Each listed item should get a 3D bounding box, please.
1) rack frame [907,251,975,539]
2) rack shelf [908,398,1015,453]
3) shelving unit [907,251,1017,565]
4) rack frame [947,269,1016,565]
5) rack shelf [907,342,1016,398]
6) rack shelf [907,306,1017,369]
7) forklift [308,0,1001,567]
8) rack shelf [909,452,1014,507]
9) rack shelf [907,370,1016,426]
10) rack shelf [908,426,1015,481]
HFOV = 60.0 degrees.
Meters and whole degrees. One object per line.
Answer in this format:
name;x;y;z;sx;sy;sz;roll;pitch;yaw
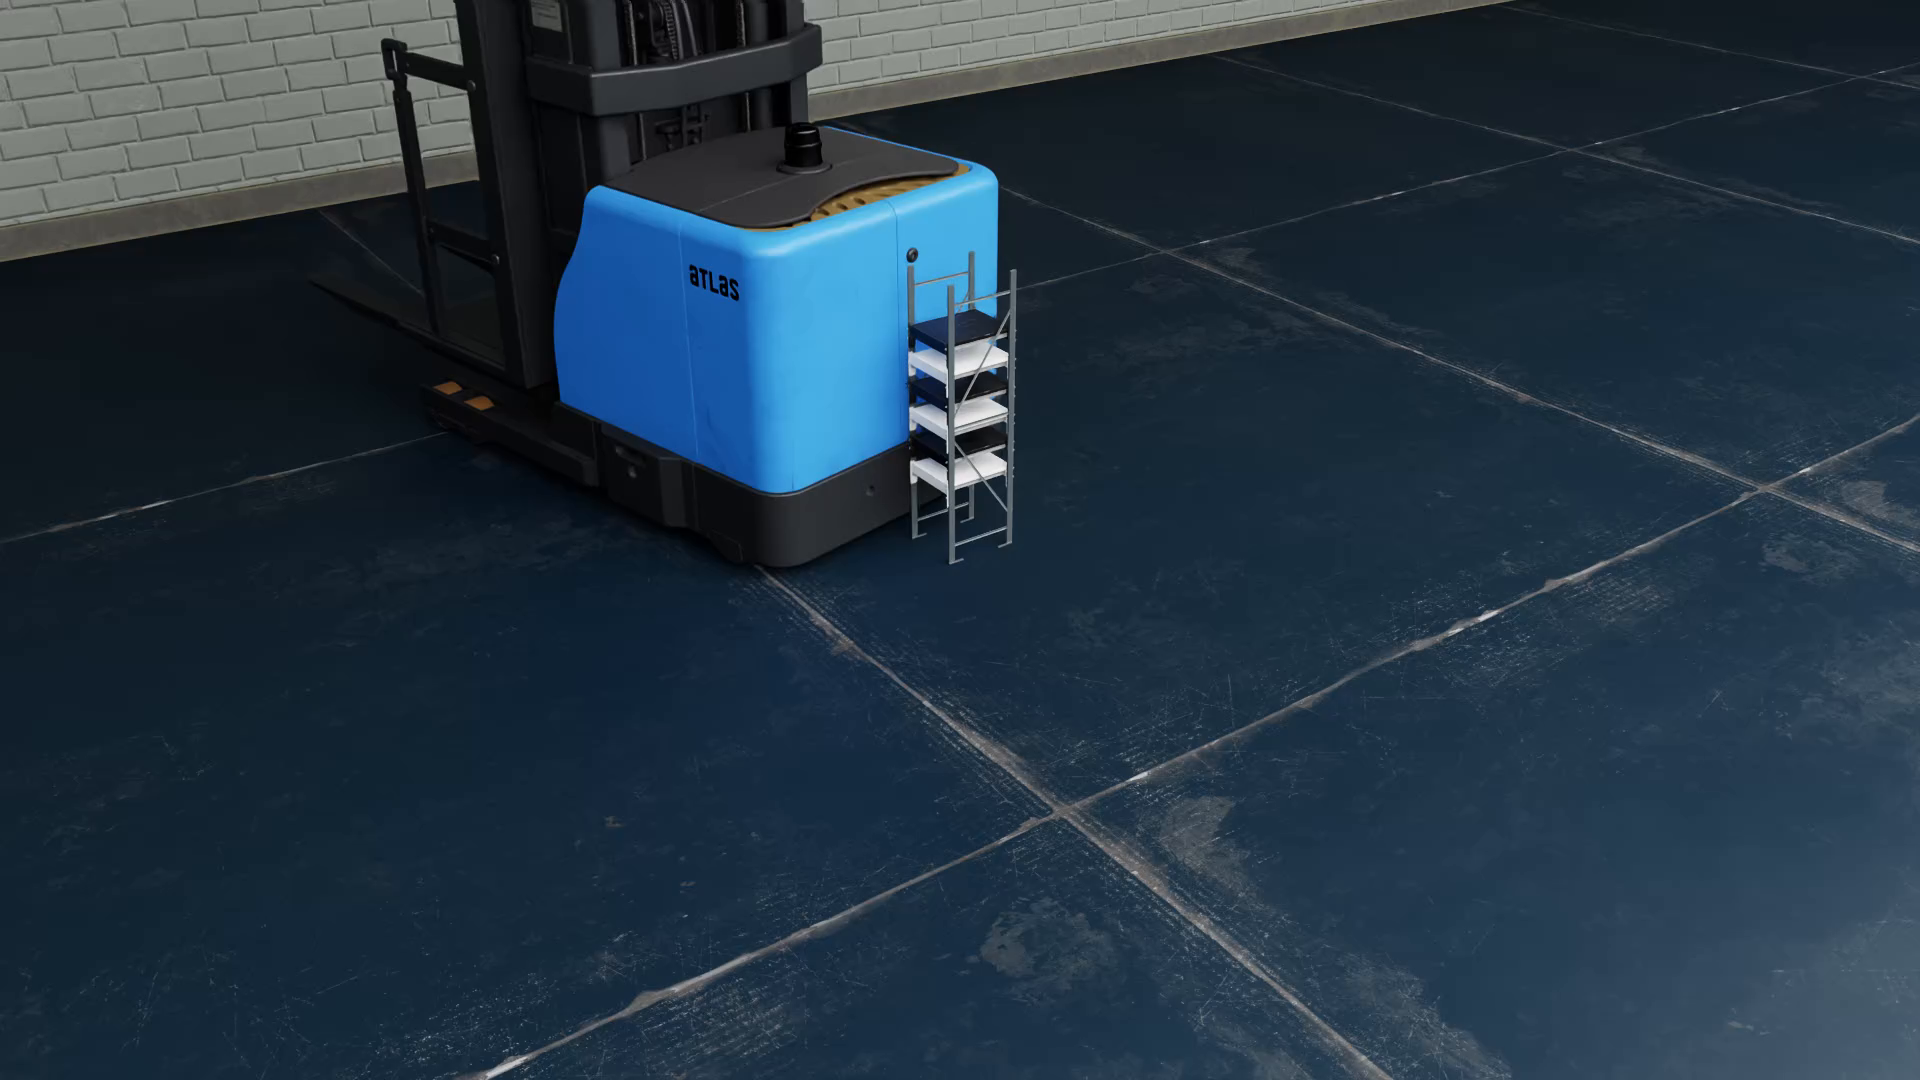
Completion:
rack frame;-0.054;-0.432;5.102;0.240;0.900;0.006;-19;34;-31
rack shelf;0.005;-0.363;5.045;0.258;0.077;0.200;-19;34;-31
shelving unit;0.005;-0.392;5.029;0.258;0.900;0.210;-19;34;-31
rack frame;0.064;-0.353;4.957;0.240;0.900;0.006;-19;34;-31
rack shelf;0.005;-0.521;4.959;0.258;0.077;0.200;-19;34;-31
rack shelf;0.005;-0.600;4.916;0.258;0.077;0.200;-19;34;-31
forklift;-1.298;-1.792;5.478;3.031;2.935;1.130;23;36;36
rack shelf;0.005;-0.205;5.131;0.258;0.077;0.200;-19;34;-31
rack shelf;0.005;-0.442;5.002;0.258;0.077;0.200;-19;34;-31
rack shelf;0.005;-0.284;5.088;0.258;0.077;0.200;-19;34;-31
